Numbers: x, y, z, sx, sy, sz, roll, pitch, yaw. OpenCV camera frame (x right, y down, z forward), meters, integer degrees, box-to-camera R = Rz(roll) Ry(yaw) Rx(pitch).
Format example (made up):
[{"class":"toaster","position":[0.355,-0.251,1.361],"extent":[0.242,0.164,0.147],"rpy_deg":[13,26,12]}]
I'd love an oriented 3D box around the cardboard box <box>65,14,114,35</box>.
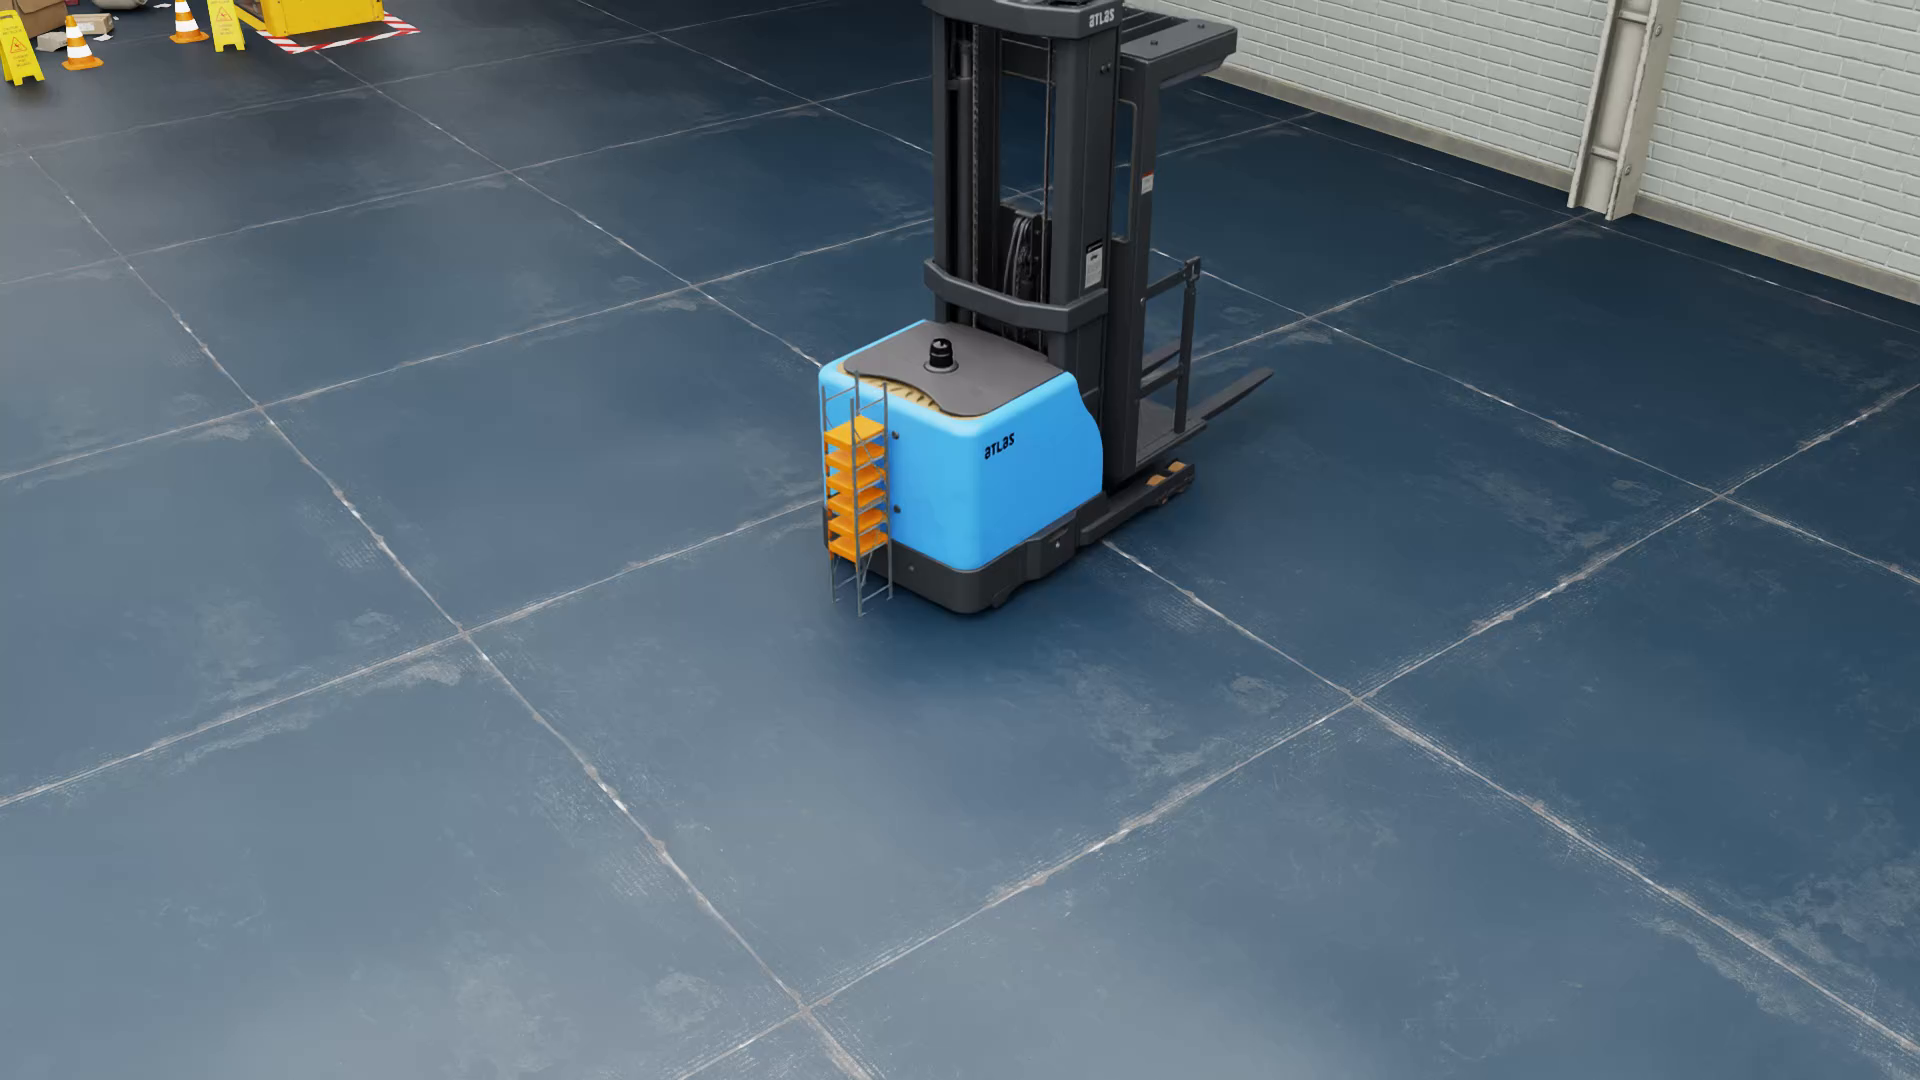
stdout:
[{"class":"cardboard box","position":[-9.002,-5.332,17.194],"extent":[0.380,0.149,0.250],"rpy_deg":[-4,32,-7]}]

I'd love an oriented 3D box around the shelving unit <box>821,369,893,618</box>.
[{"class":"shelving unit","position":[-0.486,-0.208,7.948],"extent":[0.189,1.200,0.258],"rpy_deg":[25,40,34]}]

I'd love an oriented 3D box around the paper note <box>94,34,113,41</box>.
[{"class":"paper note","position":[-8.755,-5.140,16.996],"extent":[0.142,0.019,0.148],"rpy_deg":[18,36,27]}]

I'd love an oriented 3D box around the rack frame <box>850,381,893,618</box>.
[{"class":"rack frame","position":[-0.417,-0.177,7.897],"extent":[0.006,1.200,0.240],"rpy_deg":[25,40,34]}]

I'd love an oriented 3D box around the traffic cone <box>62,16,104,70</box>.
[{"class":"traffic cone","position":[-8.554,-4.834,16.095],"extent":[0.336,0.463,0.334],"rpy_deg":[-22,38,-31]}]

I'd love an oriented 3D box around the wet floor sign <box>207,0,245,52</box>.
[{"class":"wet floor sign","position":[-7.332,-5.225,16.552],"extent":[0.267,0.644,0.232],"rpy_deg":[-10,33,-15]}]

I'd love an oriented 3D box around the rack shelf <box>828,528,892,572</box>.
[{"class":"rack shelf","position":[-0.486,0.033,8.098],"extent":[0.180,0.103,0.258],"rpy_deg":[25,40,34]}]

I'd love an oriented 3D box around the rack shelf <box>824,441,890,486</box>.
[{"class":"rack shelf","position":[-0.486,-0.375,7.845],"extent":[0.180,0.103,0.258],"rpy_deg":[25,40,34]}]

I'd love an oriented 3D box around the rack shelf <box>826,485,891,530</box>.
[{"class":"rack shelf","position":[-0.486,-0.171,7.972],"extent":[0.180,0.103,0.258],"rpy_deg":[25,40,34]}]

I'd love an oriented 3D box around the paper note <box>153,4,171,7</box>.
[{"class":"paper note","position":[-8.671,-5.819,18.090],"extent":[0.148,0.019,0.142],"rpy_deg":[18,36,27]}]

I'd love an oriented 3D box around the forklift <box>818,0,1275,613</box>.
[{"class":"forklift","position":[0.642,-1.589,8.530],"extent":[1.130,2.935,3.031],"rpy_deg":[25,39,34]}]

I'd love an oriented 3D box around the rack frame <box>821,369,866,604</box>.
[{"class":"rack frame","position":[-0.555,-0.240,7.999],"extent":[0.006,1.200,0.240],"rpy_deg":[25,40,34]}]

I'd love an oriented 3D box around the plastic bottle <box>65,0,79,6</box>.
[{"class":"plastic bottle","position":[-9.746,-5.925,18.232],"extent":[0.133,0.061,0.283],"rpy_deg":[-16,35,-23]}]

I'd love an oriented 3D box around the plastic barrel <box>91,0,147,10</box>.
[{"class":"plastic barrel","position":[-9.065,-5.927,17.893],"extent":[0.512,0.421,0.421],"rpy_deg":[1,32,2]}]

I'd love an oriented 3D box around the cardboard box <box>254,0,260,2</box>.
[{"class":"cardboard box","position":[-7.326,-5.921,17.649],"extent":[0.500,0.250,0.500],"rpy_deg":[-22,38,-32]}]

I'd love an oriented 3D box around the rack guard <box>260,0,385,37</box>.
[{"class":"rack guard","position":[-6.650,-5.621,17.326],"extent":[1.175,0.500,0.348],"rpy_deg":[-22,38,-31]}]

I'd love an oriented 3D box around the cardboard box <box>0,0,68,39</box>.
[{"class":"cardboard box","position":[-9.680,-5.503,17.134],"extent":[0.637,0.503,0.797],"rpy_deg":[6,32,10]}]

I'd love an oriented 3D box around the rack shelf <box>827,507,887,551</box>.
[{"class":"rack shelf","position":[-0.486,-0.069,8.035],"extent":[0.180,0.103,0.258],"rpy_deg":[25,40,34]}]

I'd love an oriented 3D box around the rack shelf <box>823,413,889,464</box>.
[{"class":"rack shelf","position":[-0.486,-0.476,7.781],"extent":[0.180,0.103,0.258],"rpy_deg":[25,40,34]}]

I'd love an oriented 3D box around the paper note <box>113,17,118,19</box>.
[{"class":"paper note","position":[-8.972,-5.546,17.670],"extent":[0.032,0.001,0.123],"rpy_deg":[-22,38,-31]}]

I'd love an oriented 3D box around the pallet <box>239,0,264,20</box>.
[{"class":"pallet","position":[-7.120,-5.848,17.966],"extent":[1.003,0.211,1.213],"rpy_deg":[-22,38,-31]}]

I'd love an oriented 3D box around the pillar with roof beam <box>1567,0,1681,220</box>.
[{"class":"pillar with roof beam","position":[1.559,-4.995,8.263],"extent":[9.100,9.000,0.400],"rpy_deg":[-22,38,-31]}]

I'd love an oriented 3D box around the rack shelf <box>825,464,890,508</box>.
[{"class":"rack shelf","position":[-0.486,-0.273,7.908],"extent":[0.180,0.103,0.258],"rpy_deg":[25,40,34]}]

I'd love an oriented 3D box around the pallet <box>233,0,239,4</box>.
[{"class":"pallet","position":[-7.864,-6.356,18.784],"extent":[1.003,0.211,1.213],"rpy_deg":[-22,38,-31]}]

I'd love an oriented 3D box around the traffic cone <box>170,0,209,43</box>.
[{"class":"traffic cone","position":[-7.886,-5.335,16.901],"extent":[0.336,0.463,0.334],"rpy_deg":[-22,38,-31]}]

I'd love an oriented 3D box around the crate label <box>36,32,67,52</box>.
[{"class":"crate label","position":[-9.085,-5.003,16.676],"extent":[0.298,0.136,0.250],"rpy_deg":[12,34,19]}]

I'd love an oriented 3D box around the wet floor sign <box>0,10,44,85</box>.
[{"class":"wet floor sign","position":[-8.869,-4.636,15.602],"extent":[0.232,0.644,0.267],"rpy_deg":[26,40,35]}]
